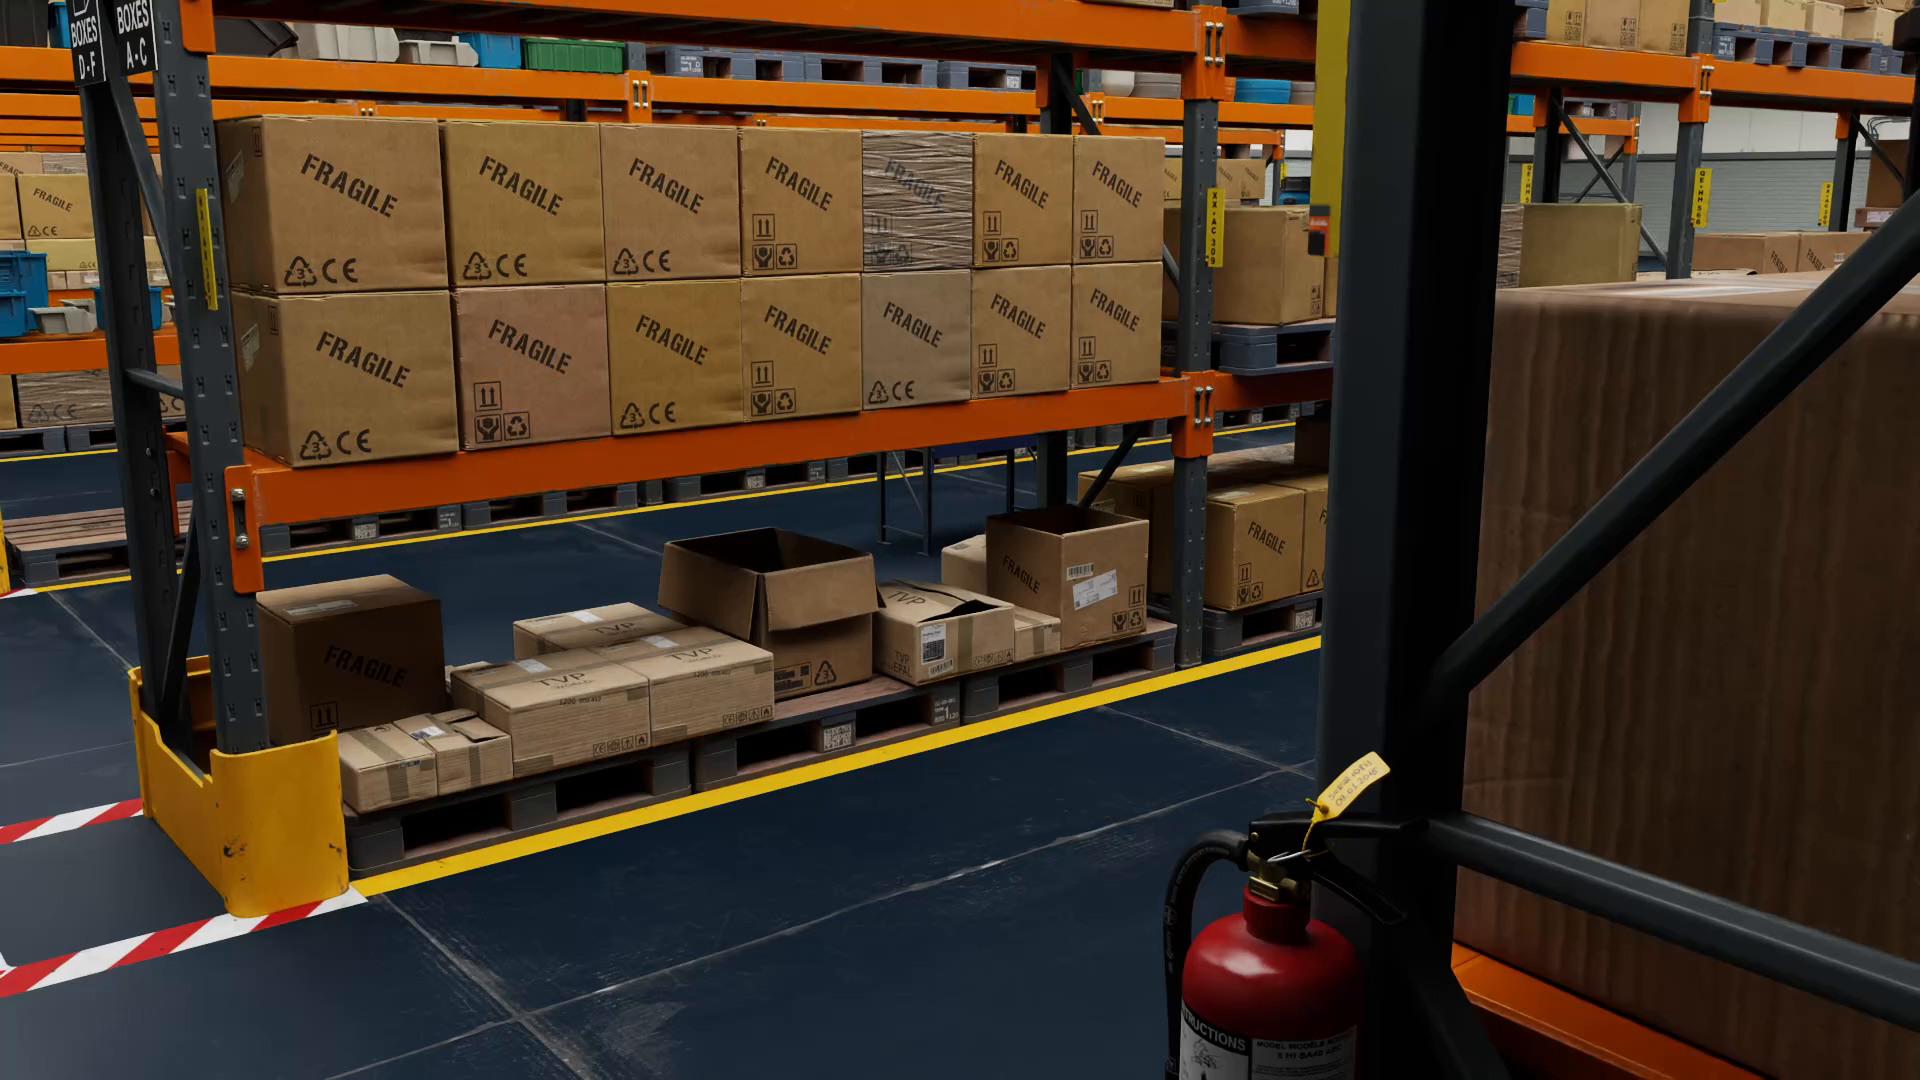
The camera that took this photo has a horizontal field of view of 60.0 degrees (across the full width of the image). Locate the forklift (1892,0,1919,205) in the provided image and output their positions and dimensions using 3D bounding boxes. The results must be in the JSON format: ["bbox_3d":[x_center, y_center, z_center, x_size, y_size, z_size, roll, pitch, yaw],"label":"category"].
[{"bbox_3d":[4.575,-0.771,6.687,3.031,2.935,1.130,5,13,22],"label":"forklift"}]

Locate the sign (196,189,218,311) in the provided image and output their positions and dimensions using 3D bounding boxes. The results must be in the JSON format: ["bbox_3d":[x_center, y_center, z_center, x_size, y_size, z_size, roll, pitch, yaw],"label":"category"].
[{"bbox_3d":[-2.060,-0.793,4.544,0.005,0.325,0.100,-9,15,-38],"label":"sign"}]

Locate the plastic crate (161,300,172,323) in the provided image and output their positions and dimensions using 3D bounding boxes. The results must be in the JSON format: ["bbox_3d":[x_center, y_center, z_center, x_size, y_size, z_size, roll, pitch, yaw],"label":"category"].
[{"bbox_3d":[-4.731,-1.333,9.658,0.243,0.136,0.396,-9,15,-38],"label":"plastic crate"}]

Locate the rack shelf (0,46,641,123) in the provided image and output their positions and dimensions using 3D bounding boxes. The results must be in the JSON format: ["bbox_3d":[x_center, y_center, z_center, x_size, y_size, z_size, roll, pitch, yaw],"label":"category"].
[{"bbox_3d":[-3.929,-2.637,9.820,4.000,0.370,1.077,-9,15,-38],"label":"rack shelf"}]

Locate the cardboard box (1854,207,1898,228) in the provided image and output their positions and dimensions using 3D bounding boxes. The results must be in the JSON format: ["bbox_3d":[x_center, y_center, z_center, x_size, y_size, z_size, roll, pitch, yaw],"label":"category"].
[{"bbox_3d":[7.050,-2.451,12.634,0.250,0.149,0.380,-9,15,-38],"label":"cardboard box"}]

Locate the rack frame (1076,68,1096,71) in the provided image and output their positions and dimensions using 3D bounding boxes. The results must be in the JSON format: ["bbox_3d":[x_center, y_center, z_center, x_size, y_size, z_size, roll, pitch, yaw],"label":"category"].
[{"bbox_3d":[0.757,-5.234,13.100,0.127,3.000,1.000,-9,15,-38],"label":"rack frame"}]

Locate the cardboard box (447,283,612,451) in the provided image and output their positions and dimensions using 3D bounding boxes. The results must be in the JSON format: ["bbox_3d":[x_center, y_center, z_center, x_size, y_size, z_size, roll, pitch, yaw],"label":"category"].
[{"bbox_3d":[-1.488,-0.589,5.427,0.500,0.500,0.500,-10,15,-38],"label":"cardboard box"}]

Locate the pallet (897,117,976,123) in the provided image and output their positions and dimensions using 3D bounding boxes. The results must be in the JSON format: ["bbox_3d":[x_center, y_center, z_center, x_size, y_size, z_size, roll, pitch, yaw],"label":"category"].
[{"bbox_3d":[-0.571,-4.800,18.726,1.003,0.211,1.213,-9,15,-38],"label":"pallet"}]

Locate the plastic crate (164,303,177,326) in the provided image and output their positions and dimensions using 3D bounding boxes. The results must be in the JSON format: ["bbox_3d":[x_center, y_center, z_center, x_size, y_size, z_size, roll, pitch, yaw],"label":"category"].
[{"bbox_3d":[-4.260,-1.257,9.302,0.298,0.136,0.250,-9,15,-38],"label":"plastic crate"}]

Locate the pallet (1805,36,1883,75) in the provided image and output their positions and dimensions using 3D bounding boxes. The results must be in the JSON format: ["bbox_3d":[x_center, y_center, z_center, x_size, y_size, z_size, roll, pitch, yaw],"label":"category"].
[{"bbox_3d":[5.194,-3.119,10.814,1.213,0.211,1.003,-9,15,-35],"label":"pallet"}]

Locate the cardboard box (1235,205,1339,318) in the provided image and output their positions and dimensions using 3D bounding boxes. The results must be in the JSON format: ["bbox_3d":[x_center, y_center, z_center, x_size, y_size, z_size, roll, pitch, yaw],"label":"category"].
[{"bbox_3d":[1.732,-1.356,8.026,0.500,0.500,0.700,-7,14,-29],"label":"cardboard box"}]

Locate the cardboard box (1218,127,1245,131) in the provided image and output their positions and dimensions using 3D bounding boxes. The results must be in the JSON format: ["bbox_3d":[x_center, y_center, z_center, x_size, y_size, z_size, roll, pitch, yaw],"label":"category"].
[{"bbox_3d":[3.303,-5.366,21.303,0.500,0.250,0.500,-9,15,-37],"label":"cardboard box"}]

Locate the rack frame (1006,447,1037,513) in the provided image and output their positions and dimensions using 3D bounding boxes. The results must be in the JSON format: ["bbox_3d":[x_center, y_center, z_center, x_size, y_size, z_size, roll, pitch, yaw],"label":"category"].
[{"bbox_3d":[0.464,-0.811,10.320,0.032,1.500,0.500,-9,15,-38],"label":"rack frame"}]

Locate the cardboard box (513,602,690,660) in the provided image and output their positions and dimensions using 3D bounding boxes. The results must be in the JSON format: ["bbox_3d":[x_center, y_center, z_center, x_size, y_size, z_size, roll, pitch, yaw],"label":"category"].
[{"bbox_3d":[-1.368,0.443,6.366,0.500,0.250,0.500,-9,15,-38],"label":"cardboard box"}]

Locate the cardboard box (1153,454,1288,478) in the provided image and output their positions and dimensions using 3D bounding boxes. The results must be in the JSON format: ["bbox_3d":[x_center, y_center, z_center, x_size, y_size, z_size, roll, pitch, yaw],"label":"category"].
[{"bbox_3d":[1.322,-0.143,8.523,0.500,0.500,0.500,-9,15,-37],"label":"cardboard box"}]

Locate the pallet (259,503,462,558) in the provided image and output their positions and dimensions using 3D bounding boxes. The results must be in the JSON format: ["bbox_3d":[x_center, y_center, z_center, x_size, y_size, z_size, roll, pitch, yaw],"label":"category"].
[{"bbox_3d":[-3.870,-0.156,10.340,1.213,0.211,1.003,-9,15,-38],"label":"pallet"}]

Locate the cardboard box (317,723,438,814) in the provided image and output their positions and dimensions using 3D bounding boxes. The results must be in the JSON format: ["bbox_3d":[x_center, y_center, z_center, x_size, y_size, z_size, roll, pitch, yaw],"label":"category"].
[{"bbox_3d":[-1.857,0.723,5.292,0.250,0.149,0.380,-9,15,-38],"label":"cardboard box"}]

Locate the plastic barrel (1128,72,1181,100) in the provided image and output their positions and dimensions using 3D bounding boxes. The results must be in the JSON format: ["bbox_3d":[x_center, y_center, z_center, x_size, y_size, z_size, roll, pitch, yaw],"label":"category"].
[{"bbox_3d":[1.533,-4.084,13.695,0.600,0.901,0.600,0,12,0],"label":"plastic barrel"}]

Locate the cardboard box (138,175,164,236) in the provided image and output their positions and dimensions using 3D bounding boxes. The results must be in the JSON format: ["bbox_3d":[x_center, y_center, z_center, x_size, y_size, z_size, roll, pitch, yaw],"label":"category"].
[{"bbox_3d":[-6.787,-2.872,14.255,0.500,0.500,0.500,-10,16,-39],"label":"cardboard box"}]

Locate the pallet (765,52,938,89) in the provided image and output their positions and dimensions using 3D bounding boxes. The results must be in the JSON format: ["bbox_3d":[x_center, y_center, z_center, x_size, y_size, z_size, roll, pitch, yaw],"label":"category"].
[{"bbox_3d":[-0.932,-3.421,12.236,1.213,0.211,1.003,-9,15,-38],"label":"pallet"}]

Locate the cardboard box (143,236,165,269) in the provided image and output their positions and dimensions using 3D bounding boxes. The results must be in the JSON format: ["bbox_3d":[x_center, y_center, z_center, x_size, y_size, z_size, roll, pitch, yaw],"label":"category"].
[{"bbox_3d":[-6.840,-2.357,13.639,0.500,0.250,0.500,-10,15,-39],"label":"cardboard box"}]

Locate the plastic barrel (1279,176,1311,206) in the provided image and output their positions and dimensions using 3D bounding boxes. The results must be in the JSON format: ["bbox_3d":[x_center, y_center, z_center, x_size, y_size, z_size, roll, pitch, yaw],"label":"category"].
[{"bbox_3d":[3.389,-3.063,16.111,0.708,0.901,0.600,-9,15,-38],"label":"plastic barrel"}]

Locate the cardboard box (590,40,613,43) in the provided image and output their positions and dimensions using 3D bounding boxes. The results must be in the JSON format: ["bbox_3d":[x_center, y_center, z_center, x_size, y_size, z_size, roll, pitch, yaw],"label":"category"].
[{"bbox_3d":[-3.388,-4.608,16.118,0.500,0.500,0.500,-8,15,-35],"label":"cardboard box"}]

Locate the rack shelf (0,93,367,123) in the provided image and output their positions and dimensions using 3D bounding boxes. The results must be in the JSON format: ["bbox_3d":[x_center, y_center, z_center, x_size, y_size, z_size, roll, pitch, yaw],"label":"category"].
[{"bbox_3d":[-7.023,-3.440,13.603,4.000,0.370,1.077,-9,15,-38],"label":"rack shelf"}]

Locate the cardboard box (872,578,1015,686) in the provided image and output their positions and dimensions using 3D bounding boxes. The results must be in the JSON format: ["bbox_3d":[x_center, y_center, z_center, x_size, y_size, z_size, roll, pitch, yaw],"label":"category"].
[{"bbox_3d":[-0.129,0.340,6.703,0.500,0.311,0.500,-9,15,-38],"label":"cardboard box"}]

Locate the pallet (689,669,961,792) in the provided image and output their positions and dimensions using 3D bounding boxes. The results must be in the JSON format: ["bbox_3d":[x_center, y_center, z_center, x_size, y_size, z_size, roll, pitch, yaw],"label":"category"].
[{"bbox_3d":[-0.765,0.635,6.614,1.213,0.211,1.003,-9,15,-38],"label":"pallet"}]

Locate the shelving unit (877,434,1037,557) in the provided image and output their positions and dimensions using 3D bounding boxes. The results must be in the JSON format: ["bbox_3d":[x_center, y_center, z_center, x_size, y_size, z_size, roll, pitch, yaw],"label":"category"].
[{"bbox_3d":[0.067,-0.745,10.010,1.048,1.500,0.538,-9,15,-38],"label":"shelving unit"}]

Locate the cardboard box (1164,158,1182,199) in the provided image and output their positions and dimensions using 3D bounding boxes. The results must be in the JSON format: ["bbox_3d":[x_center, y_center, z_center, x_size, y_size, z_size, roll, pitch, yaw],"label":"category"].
[{"bbox_3d":[2.460,-4.520,20.812,0.500,0.500,0.500,-9,15,-38],"label":"cardboard box"}]

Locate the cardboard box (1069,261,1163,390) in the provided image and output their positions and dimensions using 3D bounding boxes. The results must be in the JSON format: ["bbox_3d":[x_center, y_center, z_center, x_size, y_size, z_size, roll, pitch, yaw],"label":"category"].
[{"bbox_3d":[0.495,-0.919,6.981,0.500,0.500,0.500,-9,15,-37],"label":"cardboard box"}]

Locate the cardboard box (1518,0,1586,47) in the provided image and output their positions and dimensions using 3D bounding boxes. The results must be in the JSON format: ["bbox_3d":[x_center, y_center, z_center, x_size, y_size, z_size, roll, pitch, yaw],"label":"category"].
[{"bbox_3d":[2.724,-2.816,8.693,0.500,0.500,0.910,-9,15,-38],"label":"cardboard box"}]

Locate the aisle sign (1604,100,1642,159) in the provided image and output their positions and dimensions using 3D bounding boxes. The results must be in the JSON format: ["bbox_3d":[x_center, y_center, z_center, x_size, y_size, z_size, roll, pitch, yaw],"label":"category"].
[{"bbox_3d":[7.245,-4.571,18.159,0.004,0.787,0.394,-9,15,-38],"label":"aisle sign"}]

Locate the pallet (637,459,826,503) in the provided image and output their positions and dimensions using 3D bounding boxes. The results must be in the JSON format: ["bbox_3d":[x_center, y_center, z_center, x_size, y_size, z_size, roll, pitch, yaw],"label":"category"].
[{"bbox_3d":[-1.738,-0.510,12.008,1.213,0.211,1.003,-9,15,-38],"label":"pallet"}]

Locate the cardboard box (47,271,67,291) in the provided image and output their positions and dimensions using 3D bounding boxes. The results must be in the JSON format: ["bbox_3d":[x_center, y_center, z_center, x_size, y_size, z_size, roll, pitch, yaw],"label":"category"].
[{"bbox_3d":[-7.300,-2.068,13.238,0.250,0.149,0.380,-10,15,-39],"label":"cardboard box"}]

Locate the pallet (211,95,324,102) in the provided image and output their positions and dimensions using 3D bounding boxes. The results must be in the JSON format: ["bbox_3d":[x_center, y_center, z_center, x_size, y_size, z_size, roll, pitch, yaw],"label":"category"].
[{"bbox_3d":[-6.106,-3.904,14.268,1.213,0.211,1.003,-9,15,-38],"label":"pallet"}]

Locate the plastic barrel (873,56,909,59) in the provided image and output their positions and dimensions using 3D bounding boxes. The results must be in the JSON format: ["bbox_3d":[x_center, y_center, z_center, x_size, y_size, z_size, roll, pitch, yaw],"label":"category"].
[{"bbox_3d":[-0.534,-3.785,12.155,0.433,0.535,0.433,0,12,0],"label":"plastic barrel"}]

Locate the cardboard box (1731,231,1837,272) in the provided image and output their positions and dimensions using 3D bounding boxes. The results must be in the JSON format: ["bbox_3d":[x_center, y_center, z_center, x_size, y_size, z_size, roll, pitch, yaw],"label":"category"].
[{"bbox_3d":[5.559,-1.834,11.286,0.500,0.500,0.500,-9,15,-38],"label":"cardboard box"}]

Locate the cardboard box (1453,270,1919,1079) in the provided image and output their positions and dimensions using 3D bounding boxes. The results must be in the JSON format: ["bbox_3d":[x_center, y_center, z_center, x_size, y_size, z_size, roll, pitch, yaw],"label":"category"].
[{"bbox_3d":[1.091,0.130,1.555,0.700,0.700,0.980,-9,15,-35],"label":"cardboard box"}]

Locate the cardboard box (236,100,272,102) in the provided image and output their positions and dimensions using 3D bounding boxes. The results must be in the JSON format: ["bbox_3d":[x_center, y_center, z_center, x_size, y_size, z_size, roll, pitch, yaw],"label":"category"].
[{"bbox_3d":[-8.116,-5.155,18.694,0.500,0.500,0.700,-9,15,-38],"label":"cardboard box"}]

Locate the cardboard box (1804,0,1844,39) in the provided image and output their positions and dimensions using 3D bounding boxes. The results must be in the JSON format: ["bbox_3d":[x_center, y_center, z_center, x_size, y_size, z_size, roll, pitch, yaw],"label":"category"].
[{"bbox_3d":[5.440,-3.376,10.920,0.500,0.250,0.500,-11,16,-42],"label":"cardboard box"}]

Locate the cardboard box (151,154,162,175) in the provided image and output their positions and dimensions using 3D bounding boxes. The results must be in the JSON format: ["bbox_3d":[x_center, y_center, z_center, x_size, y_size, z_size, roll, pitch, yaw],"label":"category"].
[{"bbox_3d":[-8.679,-3.980,18.273,0.500,0.500,0.500,-10,16,-40],"label":"cardboard box"}]

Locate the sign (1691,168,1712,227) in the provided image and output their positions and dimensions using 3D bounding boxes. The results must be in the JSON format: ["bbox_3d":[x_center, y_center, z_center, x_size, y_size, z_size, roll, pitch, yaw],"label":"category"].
[{"bbox_3d":[4.194,-1.937,9.416,0.005,0.325,0.100,-9,15,-38],"label":"sign"}]

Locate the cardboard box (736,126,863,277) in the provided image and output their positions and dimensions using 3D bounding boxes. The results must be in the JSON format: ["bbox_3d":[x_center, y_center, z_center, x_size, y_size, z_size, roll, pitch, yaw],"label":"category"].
[{"bbox_3d":[-0.694,-1.210,5.942,0.500,0.500,0.500,-10,15,-38],"label":"cardboard box"}]

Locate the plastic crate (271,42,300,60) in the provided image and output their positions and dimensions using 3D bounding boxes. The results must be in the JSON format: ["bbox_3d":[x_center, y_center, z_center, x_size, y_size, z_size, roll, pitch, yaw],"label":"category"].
[{"bbox_3d":[-4.032,-2.909,10.002,0.530,0.136,0.437,-9,15,-38],"label":"plastic crate"}]

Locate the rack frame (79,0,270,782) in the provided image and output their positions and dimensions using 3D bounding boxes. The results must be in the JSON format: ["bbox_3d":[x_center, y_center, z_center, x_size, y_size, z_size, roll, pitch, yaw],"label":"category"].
[{"bbox_3d":[-2.399,-0.458,5.048,0.127,3.000,1.000,-9,15,-38],"label":"rack frame"}]

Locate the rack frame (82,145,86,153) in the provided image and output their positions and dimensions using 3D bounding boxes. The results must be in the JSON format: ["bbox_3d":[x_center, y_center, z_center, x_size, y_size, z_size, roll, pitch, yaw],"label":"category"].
[{"bbox_3d":[-11.652,-4.192,22.631,0.127,3.000,1.000,-9,15,-38],"label":"rack frame"}]

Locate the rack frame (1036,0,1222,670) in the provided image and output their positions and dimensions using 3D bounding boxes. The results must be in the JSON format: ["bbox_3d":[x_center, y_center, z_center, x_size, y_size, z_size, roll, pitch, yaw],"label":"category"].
[{"bbox_3d":[0.725,-0.977,7.493,0.127,3.000,1.000,-9,15,-38],"label":"rack frame"}]

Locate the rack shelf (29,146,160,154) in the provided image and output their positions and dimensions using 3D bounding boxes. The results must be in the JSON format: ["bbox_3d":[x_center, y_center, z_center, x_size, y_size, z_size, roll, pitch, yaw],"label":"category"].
[{"bbox_3d":[-13.194,-6.371,27.406,4.000,0.370,1.077,-9,15,-38],"label":"rack shelf"}]

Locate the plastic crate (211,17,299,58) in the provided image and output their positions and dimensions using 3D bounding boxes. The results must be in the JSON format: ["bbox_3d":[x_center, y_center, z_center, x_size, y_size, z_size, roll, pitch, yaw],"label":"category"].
[{"bbox_3d":[-4.126,-2.852,9.253,0.767,0.338,0.504,-9,15,-38],"label":"plastic crate"}]

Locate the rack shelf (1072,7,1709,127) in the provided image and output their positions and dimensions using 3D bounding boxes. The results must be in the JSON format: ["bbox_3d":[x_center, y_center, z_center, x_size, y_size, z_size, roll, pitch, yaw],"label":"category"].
[{"bbox_3d":[2.286,-2.352,8.478,4.000,0.370,1.077,-9,15,-38],"label":"rack shelf"}]
